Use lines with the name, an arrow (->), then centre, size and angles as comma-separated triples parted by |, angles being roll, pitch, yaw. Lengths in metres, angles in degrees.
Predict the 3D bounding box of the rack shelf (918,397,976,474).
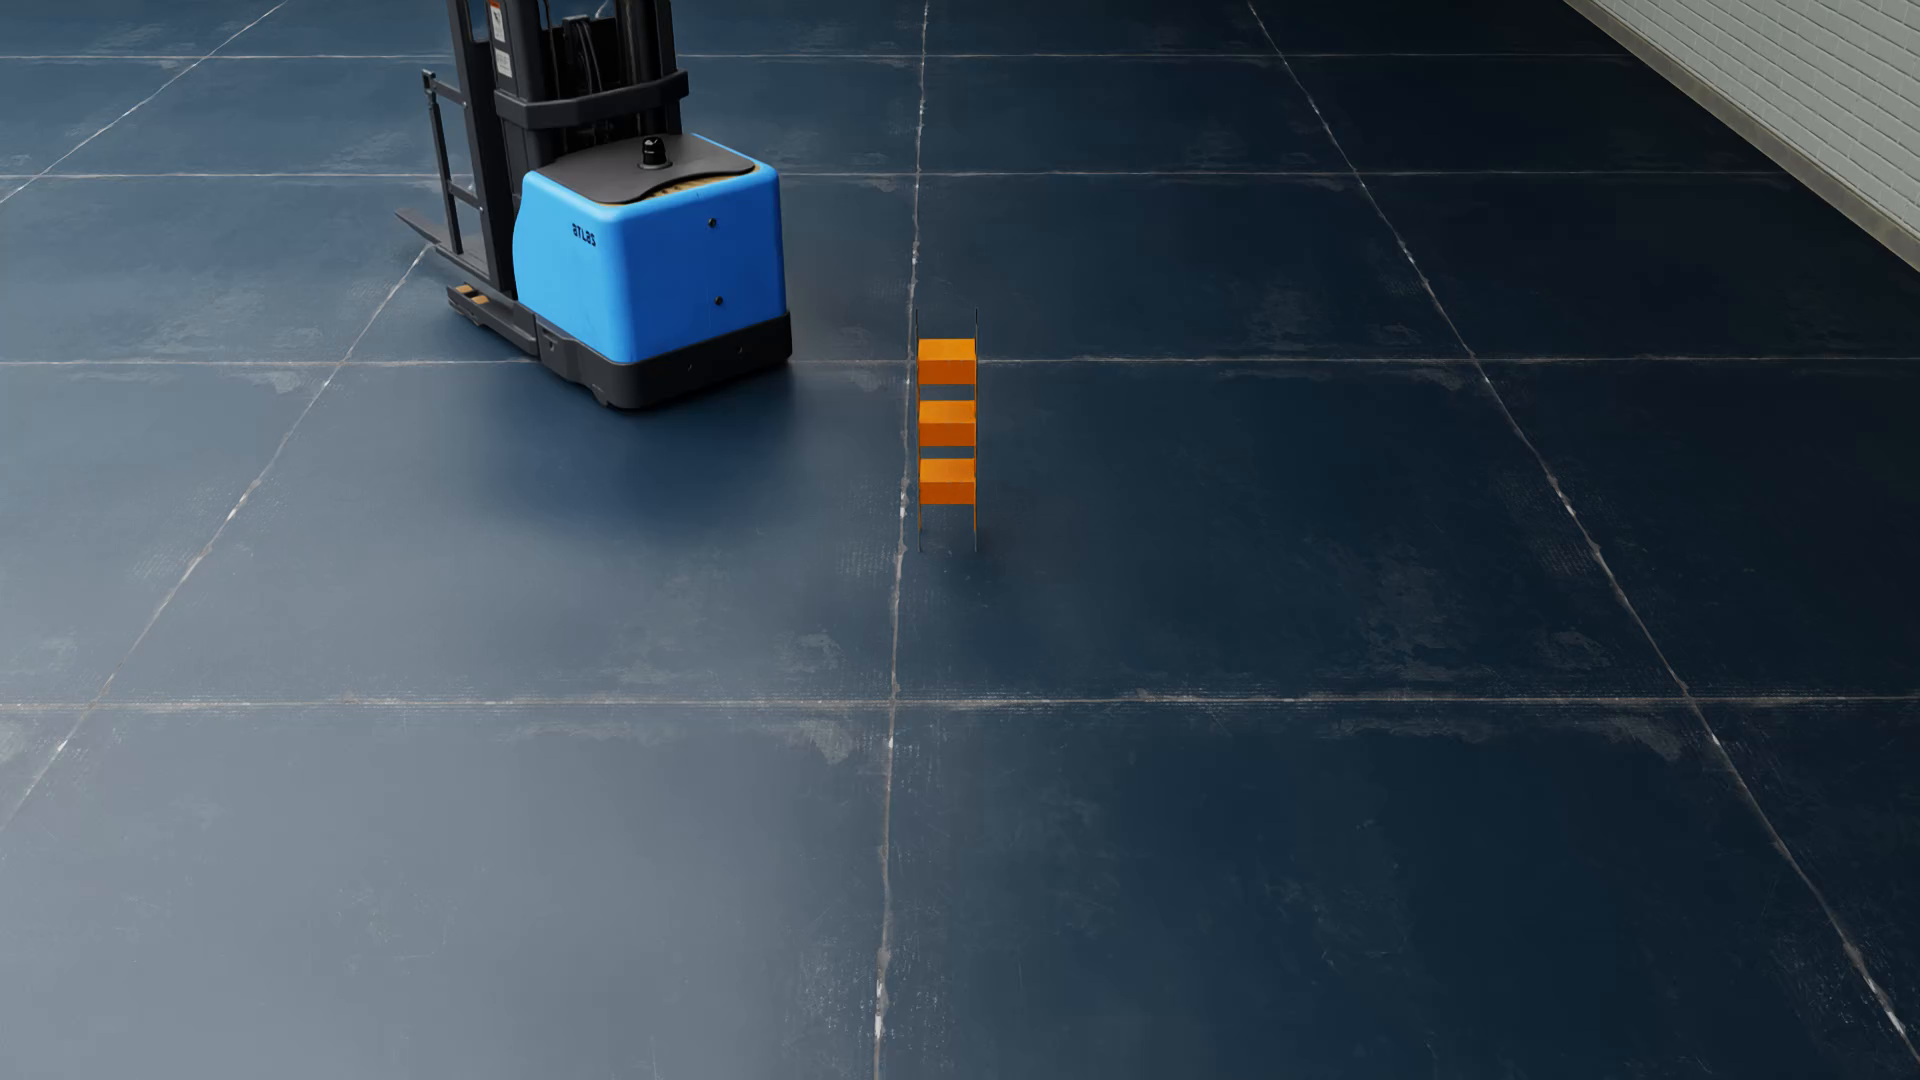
rack shelf -> -0.054, -0.440, 6.983 | 0.240, 0.259, 0.215 | 0, 31, 0

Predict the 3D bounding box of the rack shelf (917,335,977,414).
rack shelf -> -0.054, -0.682, 6.836 | 0.240, 0.259, 0.215 | 0, 31, 0

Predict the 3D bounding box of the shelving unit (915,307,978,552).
shelving unit -> -0.054, -0.449, 6.977 | 0.252, 1.050, 0.215 | 0, 31, 0

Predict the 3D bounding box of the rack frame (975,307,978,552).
rack frame -> 0.068, -0.449, 6.978 | 0.008, 1.050, 0.200 | 0, 31, 0

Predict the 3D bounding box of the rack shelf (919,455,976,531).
rack shelf -> -0.054, -0.202, 7.127 | 0.240, 0.259, 0.215 | 0, 31, 0

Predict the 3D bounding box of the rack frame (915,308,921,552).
rack frame -> -0.176, -0.448, 6.977 | 0.008, 1.050, 0.200 | 0, 31, 0

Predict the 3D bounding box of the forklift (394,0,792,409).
forklift -> -2.217, -2.588, 8.690 | 1.130, 2.935, 3.031 | -24, 39, -34
